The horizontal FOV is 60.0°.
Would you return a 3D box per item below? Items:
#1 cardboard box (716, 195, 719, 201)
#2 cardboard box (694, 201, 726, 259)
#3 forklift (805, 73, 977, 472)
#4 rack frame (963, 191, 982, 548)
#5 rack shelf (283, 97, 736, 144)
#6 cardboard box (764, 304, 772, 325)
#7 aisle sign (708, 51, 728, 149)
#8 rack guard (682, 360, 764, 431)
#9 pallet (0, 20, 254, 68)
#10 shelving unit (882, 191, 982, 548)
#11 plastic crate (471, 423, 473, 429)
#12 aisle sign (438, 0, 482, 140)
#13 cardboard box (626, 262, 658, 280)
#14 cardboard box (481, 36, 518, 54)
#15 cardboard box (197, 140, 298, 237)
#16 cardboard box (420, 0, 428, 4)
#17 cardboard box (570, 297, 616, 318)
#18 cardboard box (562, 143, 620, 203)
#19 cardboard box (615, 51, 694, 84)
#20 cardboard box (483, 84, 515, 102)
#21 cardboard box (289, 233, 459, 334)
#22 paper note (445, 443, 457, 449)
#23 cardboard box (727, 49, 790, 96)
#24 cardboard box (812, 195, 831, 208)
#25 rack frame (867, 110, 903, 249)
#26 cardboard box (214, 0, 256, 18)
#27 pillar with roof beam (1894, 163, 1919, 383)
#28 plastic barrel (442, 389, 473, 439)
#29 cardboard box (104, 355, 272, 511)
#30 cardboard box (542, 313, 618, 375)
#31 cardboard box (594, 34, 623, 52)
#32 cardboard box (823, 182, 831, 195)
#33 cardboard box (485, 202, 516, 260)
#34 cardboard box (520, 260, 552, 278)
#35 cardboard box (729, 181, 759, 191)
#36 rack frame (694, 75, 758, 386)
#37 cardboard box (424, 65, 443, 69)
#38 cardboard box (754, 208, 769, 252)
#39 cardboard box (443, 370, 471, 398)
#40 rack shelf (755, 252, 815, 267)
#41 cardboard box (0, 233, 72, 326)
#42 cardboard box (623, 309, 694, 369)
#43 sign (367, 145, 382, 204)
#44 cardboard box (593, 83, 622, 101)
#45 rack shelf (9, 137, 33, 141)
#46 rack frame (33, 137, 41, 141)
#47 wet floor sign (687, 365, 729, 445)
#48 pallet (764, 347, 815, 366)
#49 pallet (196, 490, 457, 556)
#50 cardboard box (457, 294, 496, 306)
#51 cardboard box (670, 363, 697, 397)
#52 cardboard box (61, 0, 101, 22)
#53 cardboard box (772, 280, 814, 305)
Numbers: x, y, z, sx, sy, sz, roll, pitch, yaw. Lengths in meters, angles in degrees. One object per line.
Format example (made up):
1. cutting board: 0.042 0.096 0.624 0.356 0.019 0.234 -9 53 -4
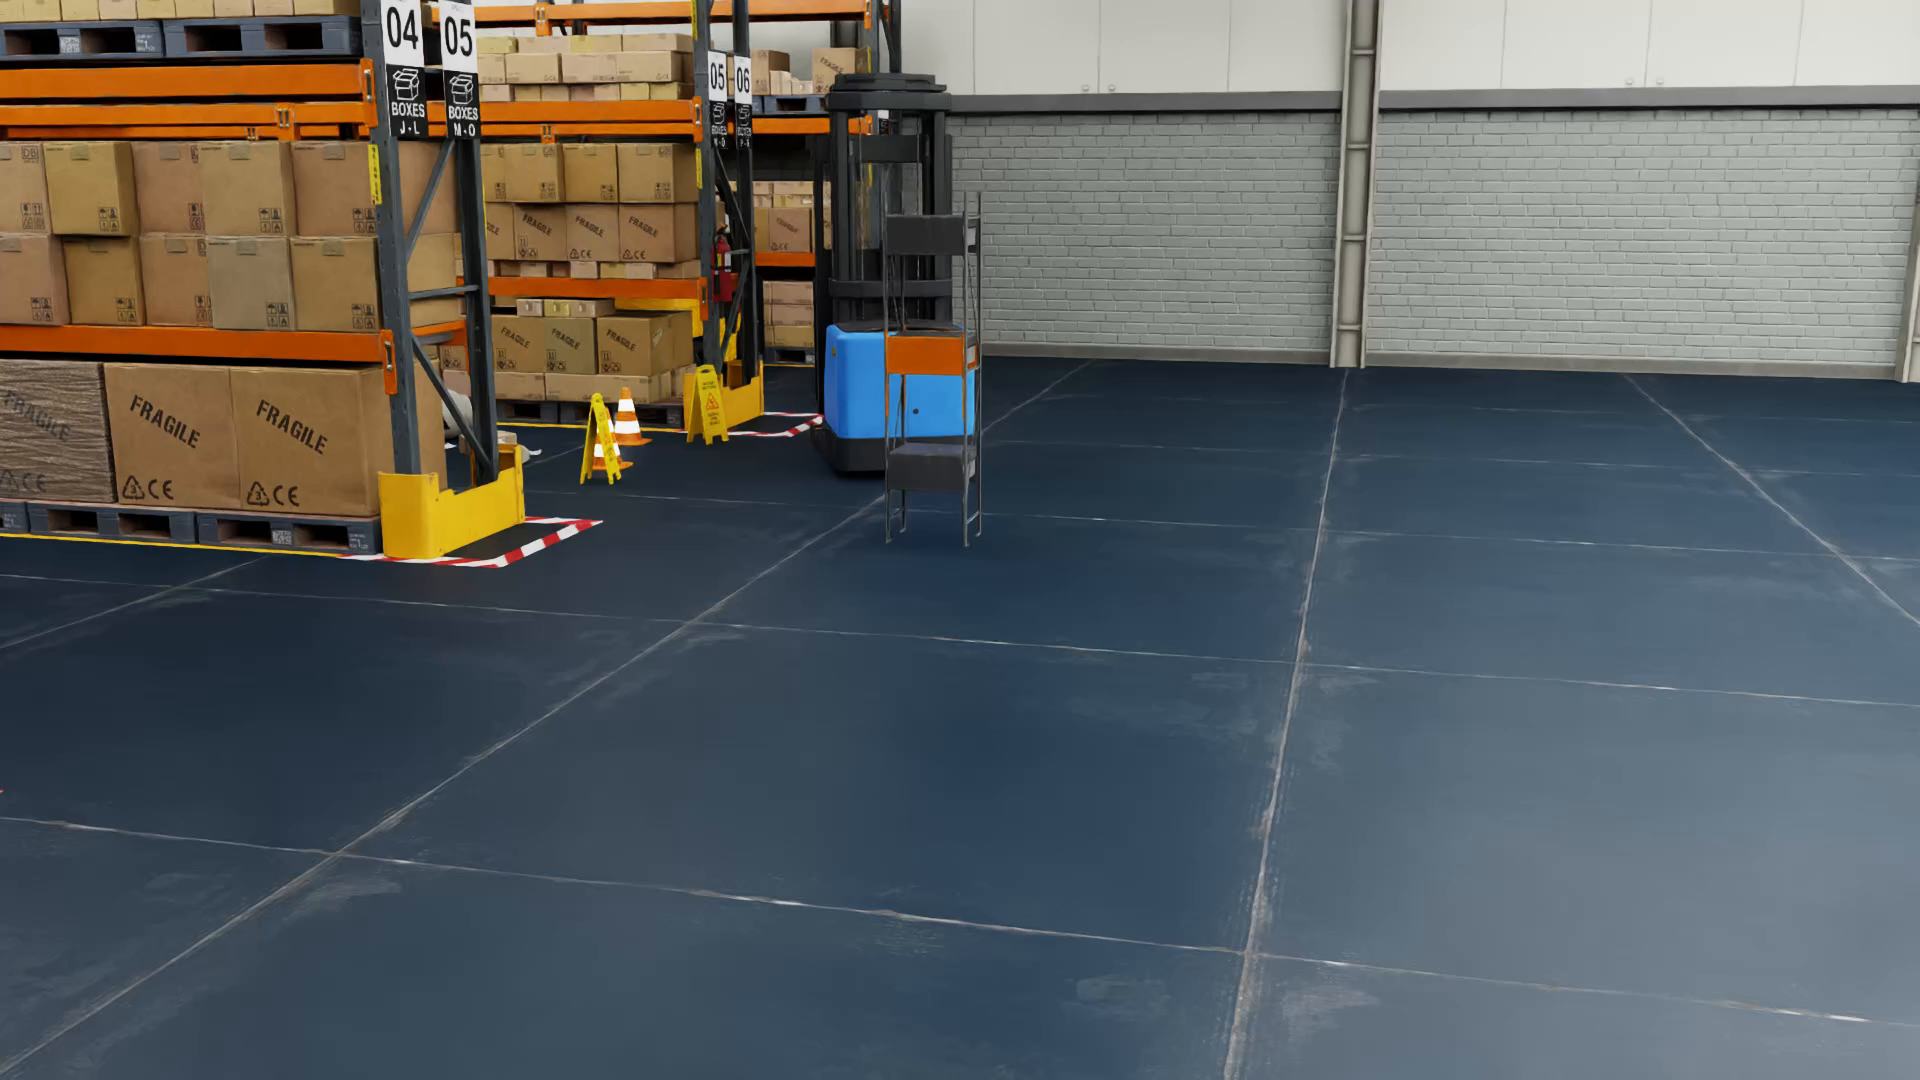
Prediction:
1. cardboard box: -2.737 -3.989 19.558 0.250 0.149 0.380 3 13 13
2. cardboard box: -2.440 -2.804 15.028 0.500 0.500 0.500 3 13 13
3. forklift: -0.647 -2.205 13.404 1.130 2.935 3.031 -2 13 -10
4. rack frame: 0.076 -1.021 9.988 0.015 2.100 0.400 3 13 14
5. rack shelf: -3.988 -3.744 14.918 4.000 0.370 1.077 3 13 14
6. cardboard box: -2.399 -2.688 19.647 0.500 0.250 0.500 3 13 12
7. aisle sign: -2.056 -3.732 14.126 0.004 0.787 0.394 3 13 14
8. rack guard: -2.120 -1.310 14.986 0.348 0.500 1.175 3 13 14
9. pallet: -5.045 -3.001 10.113 1.213 0.211 1.003 3 13 14
10. shelving unit: -0.161 -1.034 10.045 0.503 2.100 0.431 3 13 14
11. plastic crate: -4.602 -1.055 14.805 0.583 0.080 0.402 -1 13 -6
12. aisle sign: -2.994 -2.809 9.968 0.004 0.787 0.394 3 13 14
13. cardboard box: -2.733 -2.368 14.563 0.250 0.149 0.380 3 13 13
14. cardboard box: -3.942 -4.286 14.439 0.250 0.149 0.380 3 13 15
15. cardboard box: -4.041 -2.118 10.013 0.550 0.550 0.875 3 13 14
16. cardboard box: -3.541 -3.350 9.941 0.500 0.250 0.500 3 13 13
17. cardboard box: -3.259 -2.064 14.760 0.250 0.149 0.380 3 13 15
18. cardboard box: -3.084 -3.217 14.584 0.500 0.500 0.700 3 13 14
19. cardboard box: -2.608 -4.033 14.221 0.500 0.250 0.500 3 13 13
20. cardboard box: -3.962 -3.899 14.535 0.250 0.149 0.380 3 13 13
21. cardboard box: -3.505 -1.564 10.009 0.550 0.550 0.875 3 13 14
22. paper note: -4.230 -0.778 13.695 0.142 0.019 0.148 8 15 33
23. cardboard box: -2.319 -5.384 19.218 0.500 0.500 0.700 3 13 14
24. cardboard box: -1.520 -3.902 19.169 0.250 0.149 0.380 3 13 14
25. rack frame: -0.861 -3.571 19.403 0.127 3.000 1.000 3 13 14
26. cardboard box: -4.032 -3.049 9.503 0.250 0.149 0.380 3 13 14
27. pillar with roof beam: 9.298 -5.197 12.883 0.400 9.000 9.100 3 13 14
28. plastic barrel: -4.414 -1.058 14.024 0.512 0.421 0.421 -9 15 -35
29. cardboard box: -4.663 -0.715 10.466 0.875 0.875 0.875 3 13 13
30. cardboard box: -3.394 -1.769 14.927 0.500 0.500 0.500 4 13 16
31. cardboard box: -2.939 -4.244 14.251 0.250 0.149 0.380 3 13 13
32. cardboard box: -1.506 -4.062 19.202 0.250 0.149 0.380 3 13 14
33. cardboard box: -4.097 -2.775 14.898 0.500 0.500 0.500 3 13 14
34. cardboard box: -3.719 -2.430 14.842 0.250 0.149 0.380 3 13 13
35. cardboard box: -2.522 -4.101 19.377 0.250 0.149 0.380 3 13 15
36. rack frame: -2.046 -2.527 14.697 0.127 3.000 1.000 3 13 14
37. cardboard box: -4.582 -4.137 14.688 0.500 0.250 0.500 3 13 14
38. cardboard box: -2.401 -3.645 19.508 0.500 0.500 0.500 3 13 12
39. cardboard box: -4.385 -1.457 15.255 0.500 0.250 0.500 3 13 13
40. rack shelf: -2.802 -3.323 19.948 4.000 0.370 1.077 3 13 14
41. cardboard box: -5.621 -1.668 10.481 0.550 0.550 0.875 3 13 14
42. cardboard box: -2.787 -1.857 15.324 0.500 0.500 0.500 3 13 12
43. sign: -3.278 -2.048 9.320 0.005 0.325 0.100 3 13 14
44. cardboard box: -2.959 -3.855 14.339 0.250 0.149 0.380 3 13 15
45. rack shelf: -14.453 -5.410 22.430 4.000 0.370 1.077 3 13 14
46. rack frame: -12.511 -4.193 22.210 0.127 3.000 1.000 3 13 14
47. wet floor sign: -2.118 -1.142 13.894 0.232 0.644 0.267 8 15 33
48. pallet: -1.613 -2.240 19.844 1.213 0.211 1.003 3 13 14
49. pallet: -3.929 -0.144 10.397 1.213 0.211 1.003 3 13 14
50. cardboard box: -6.005 -2.891 20.850 0.625 0.625 0.875 3 13 13
51. cardboard box: -2.763 -1.489 15.400 0.500 0.250 0.500 3 13 13
52. cardboard box: -5.019 -3.101 9.742 0.250 0.149 0.380 3 13 14
53. cardboard box: -1.880 -2.905 19.473 0.500 0.250 0.500 3 13 15
